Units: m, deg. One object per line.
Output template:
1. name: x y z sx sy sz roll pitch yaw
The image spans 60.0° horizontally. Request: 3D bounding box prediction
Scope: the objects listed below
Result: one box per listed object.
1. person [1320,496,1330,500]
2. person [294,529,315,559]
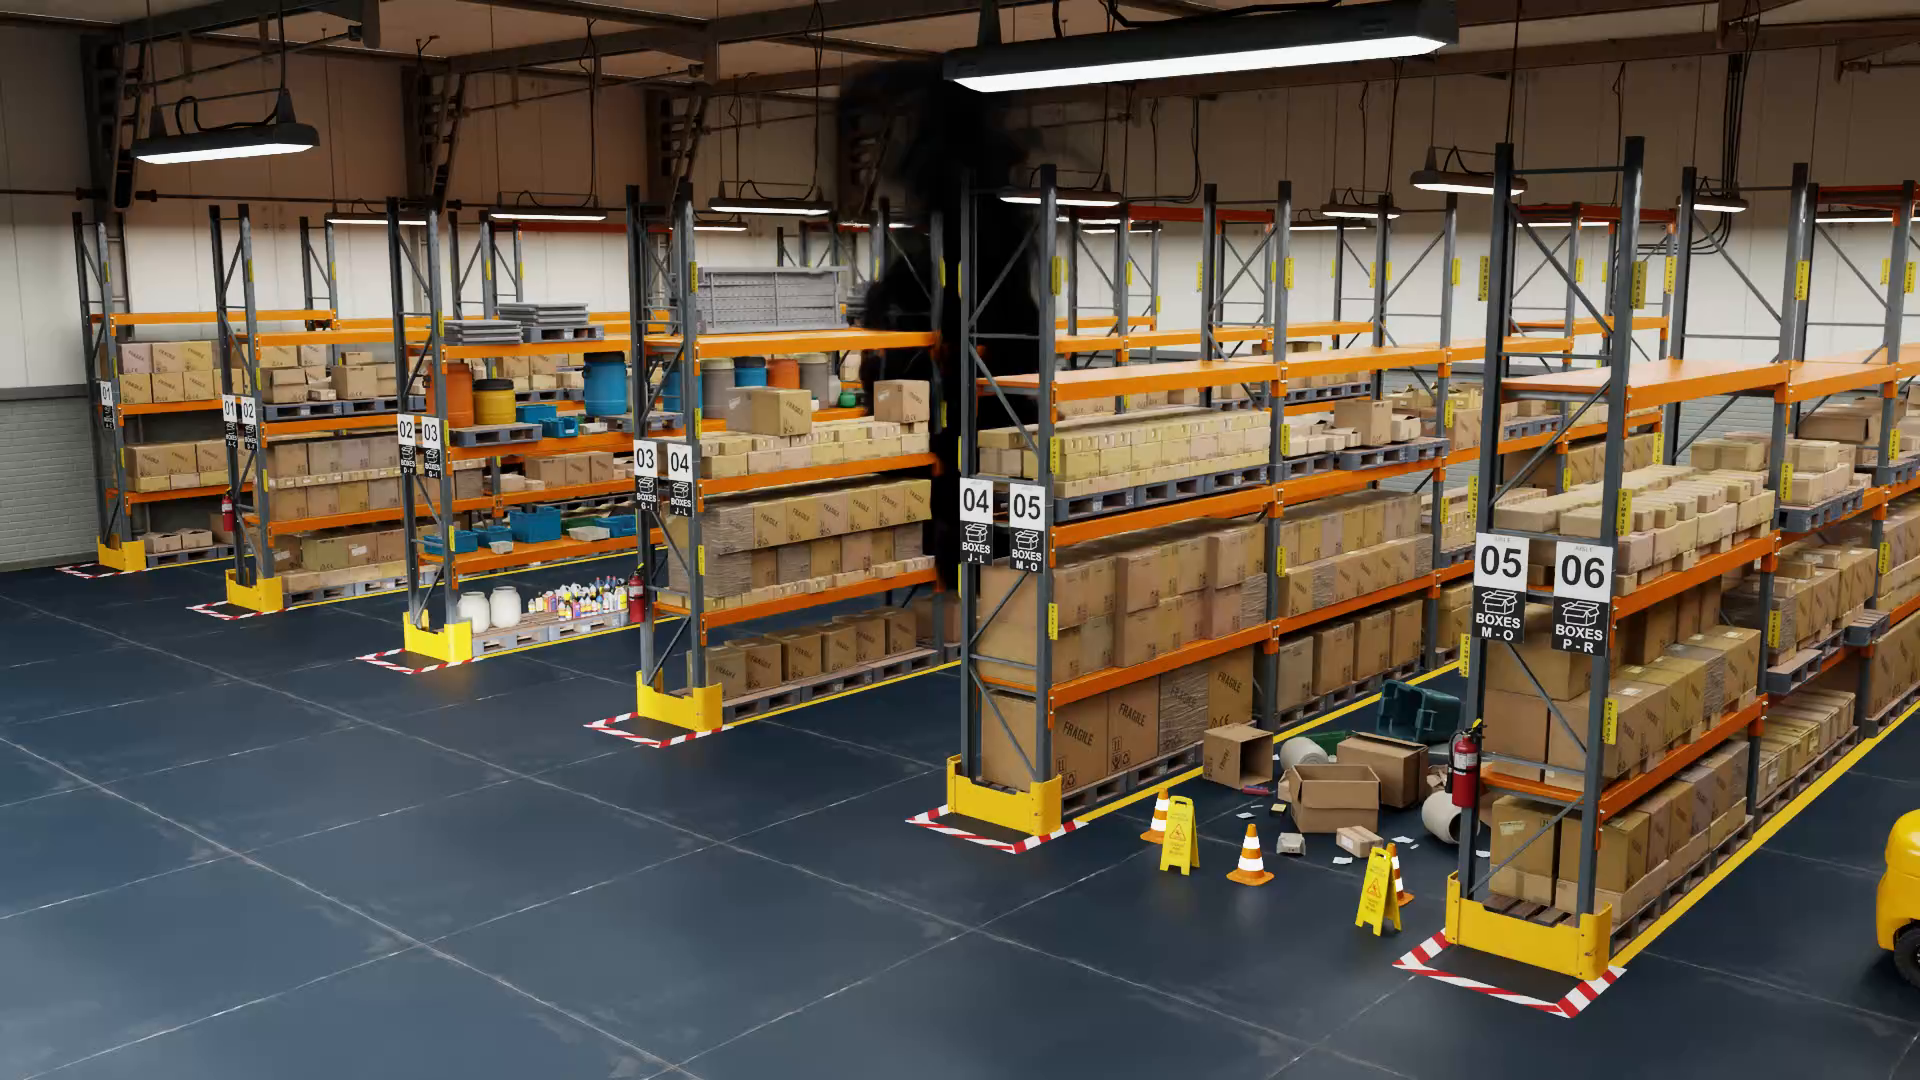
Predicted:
1. person: 5.131 0.195 23.528 0.454 1.618 0.585 -8 12 -39
2. person: -10.751 -0.202 27.434 0.653 1.700 0.647 9 13 42
